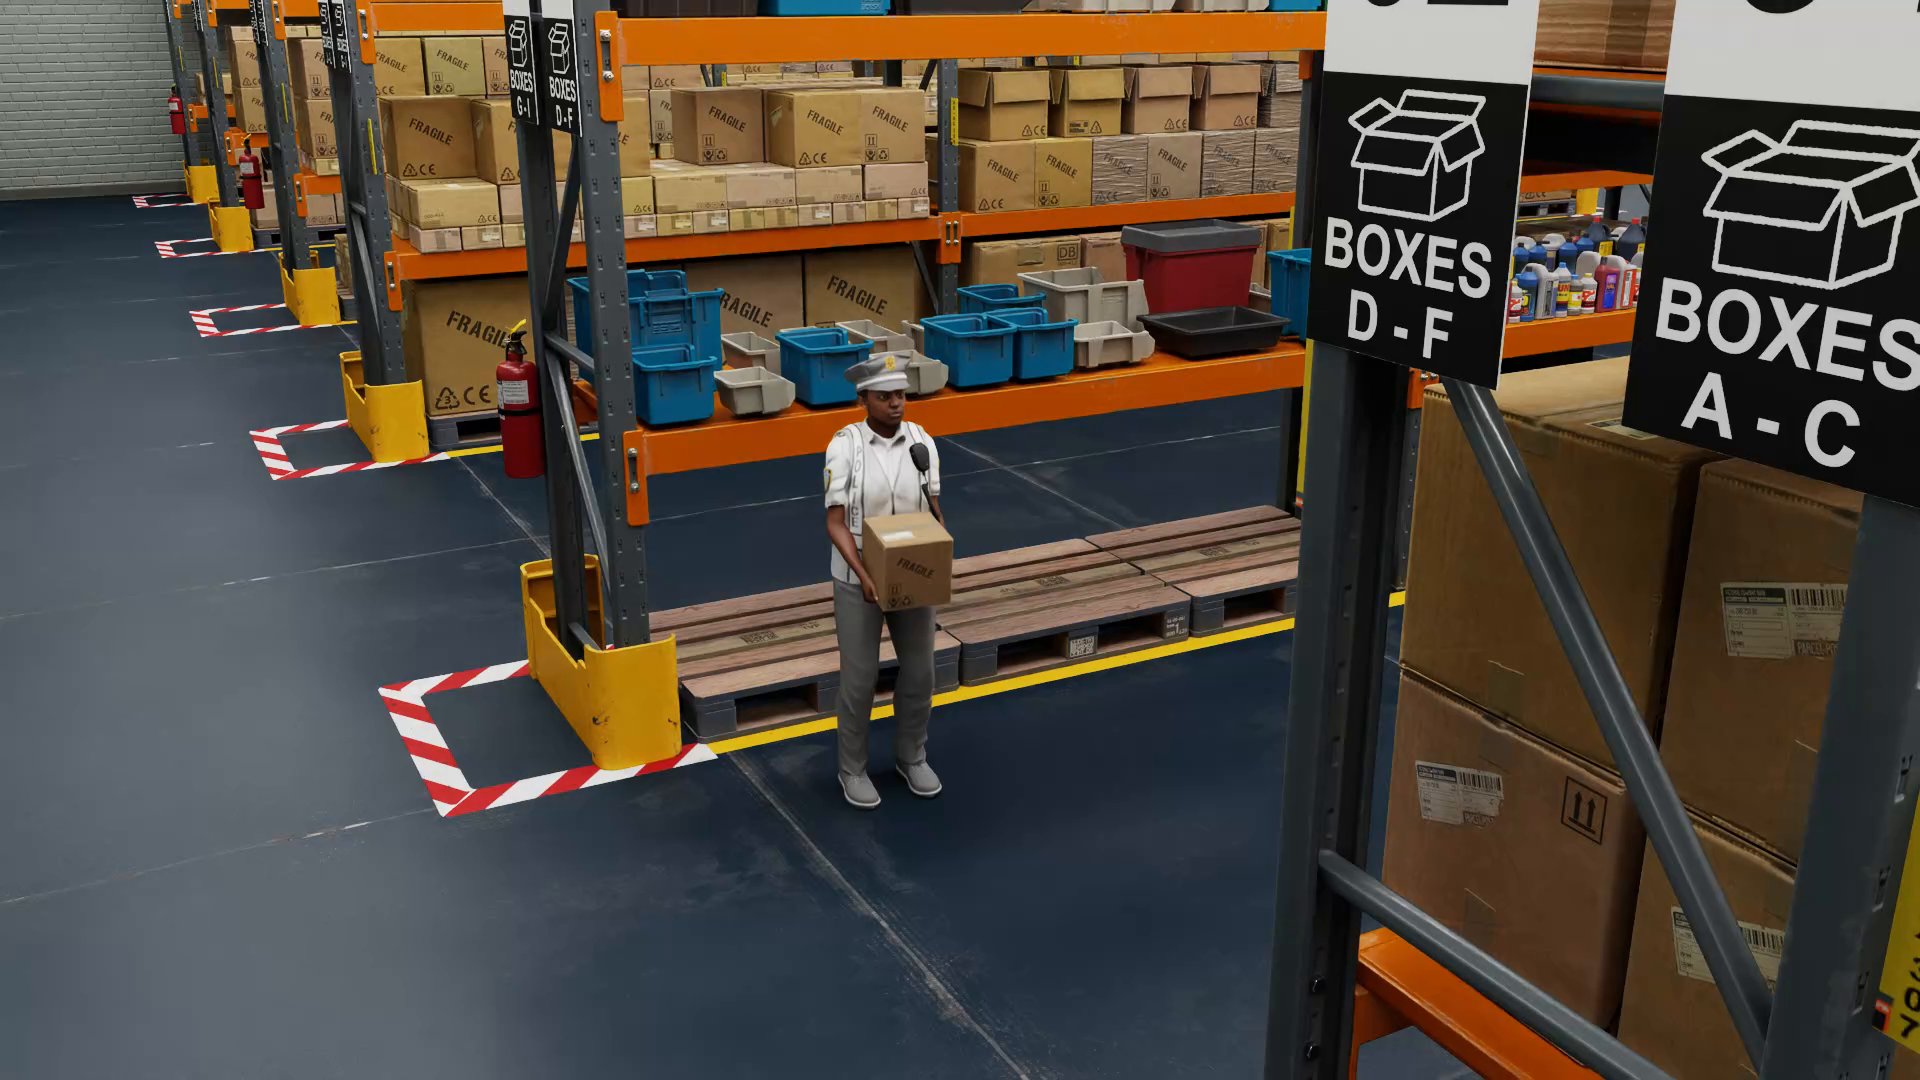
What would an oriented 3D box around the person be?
[{"bbox_3d":[-0.255,0.163,6.054,0.451,1.687,0.531,-7,20,-20],"label":"person"}]
